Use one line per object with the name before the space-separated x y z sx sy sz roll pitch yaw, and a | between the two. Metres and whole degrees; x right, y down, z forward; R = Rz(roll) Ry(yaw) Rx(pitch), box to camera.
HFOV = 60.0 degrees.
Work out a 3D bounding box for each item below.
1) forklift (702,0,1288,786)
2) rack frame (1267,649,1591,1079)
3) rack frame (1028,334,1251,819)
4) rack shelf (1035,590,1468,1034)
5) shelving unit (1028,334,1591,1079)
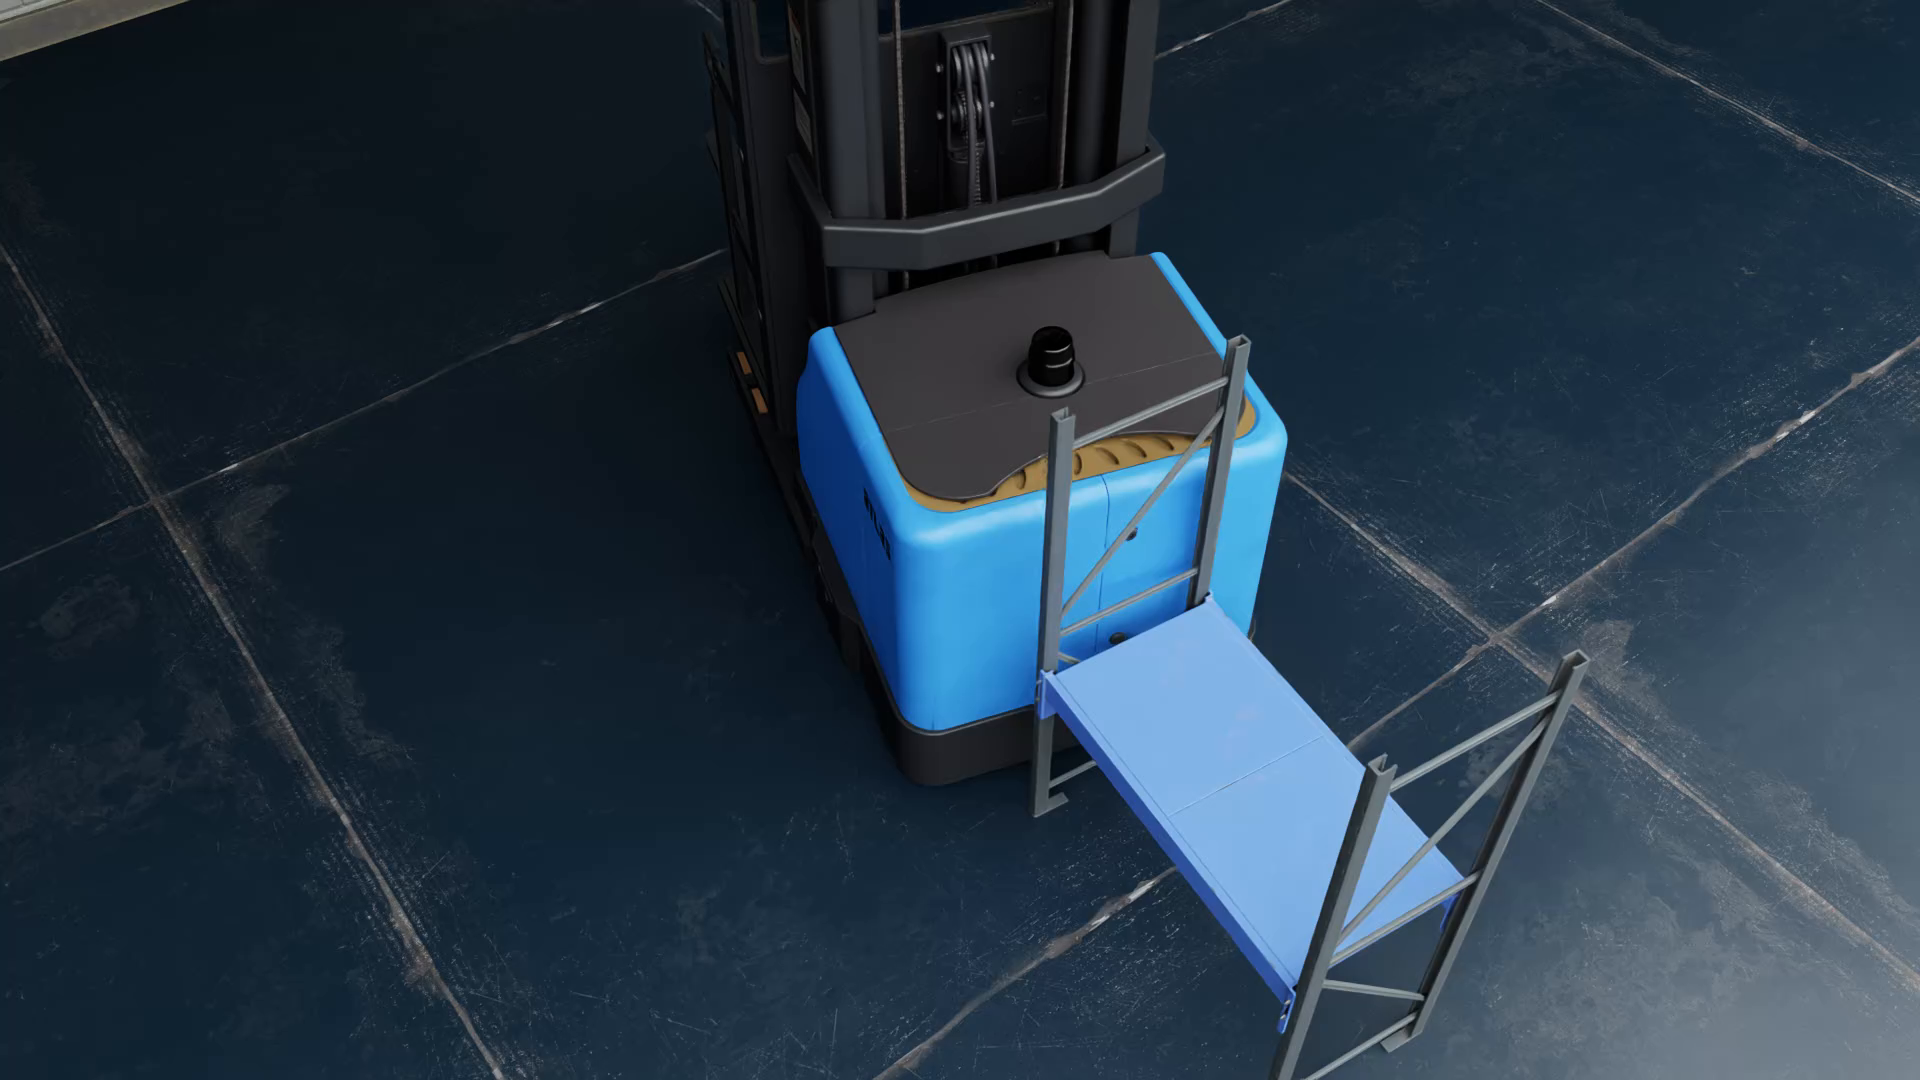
forklift | -0.148 -1.429 4.567 1.130 2.935 3.031 -15 49 -13
rack frame | 0.927 0.806 3.507 0.500 1.500 0.032 -24 52 -20
rack frame | 0.411 0.157 4.096 0.500 1.500 0.032 -24 52 -20
rack shelf | 0.669 0.602 3.935 0.538 0.185 1.000 -24 52 -20
shelving unit | 0.669 0.481 3.801 0.538 1.500 1.048 -24 52 -20
